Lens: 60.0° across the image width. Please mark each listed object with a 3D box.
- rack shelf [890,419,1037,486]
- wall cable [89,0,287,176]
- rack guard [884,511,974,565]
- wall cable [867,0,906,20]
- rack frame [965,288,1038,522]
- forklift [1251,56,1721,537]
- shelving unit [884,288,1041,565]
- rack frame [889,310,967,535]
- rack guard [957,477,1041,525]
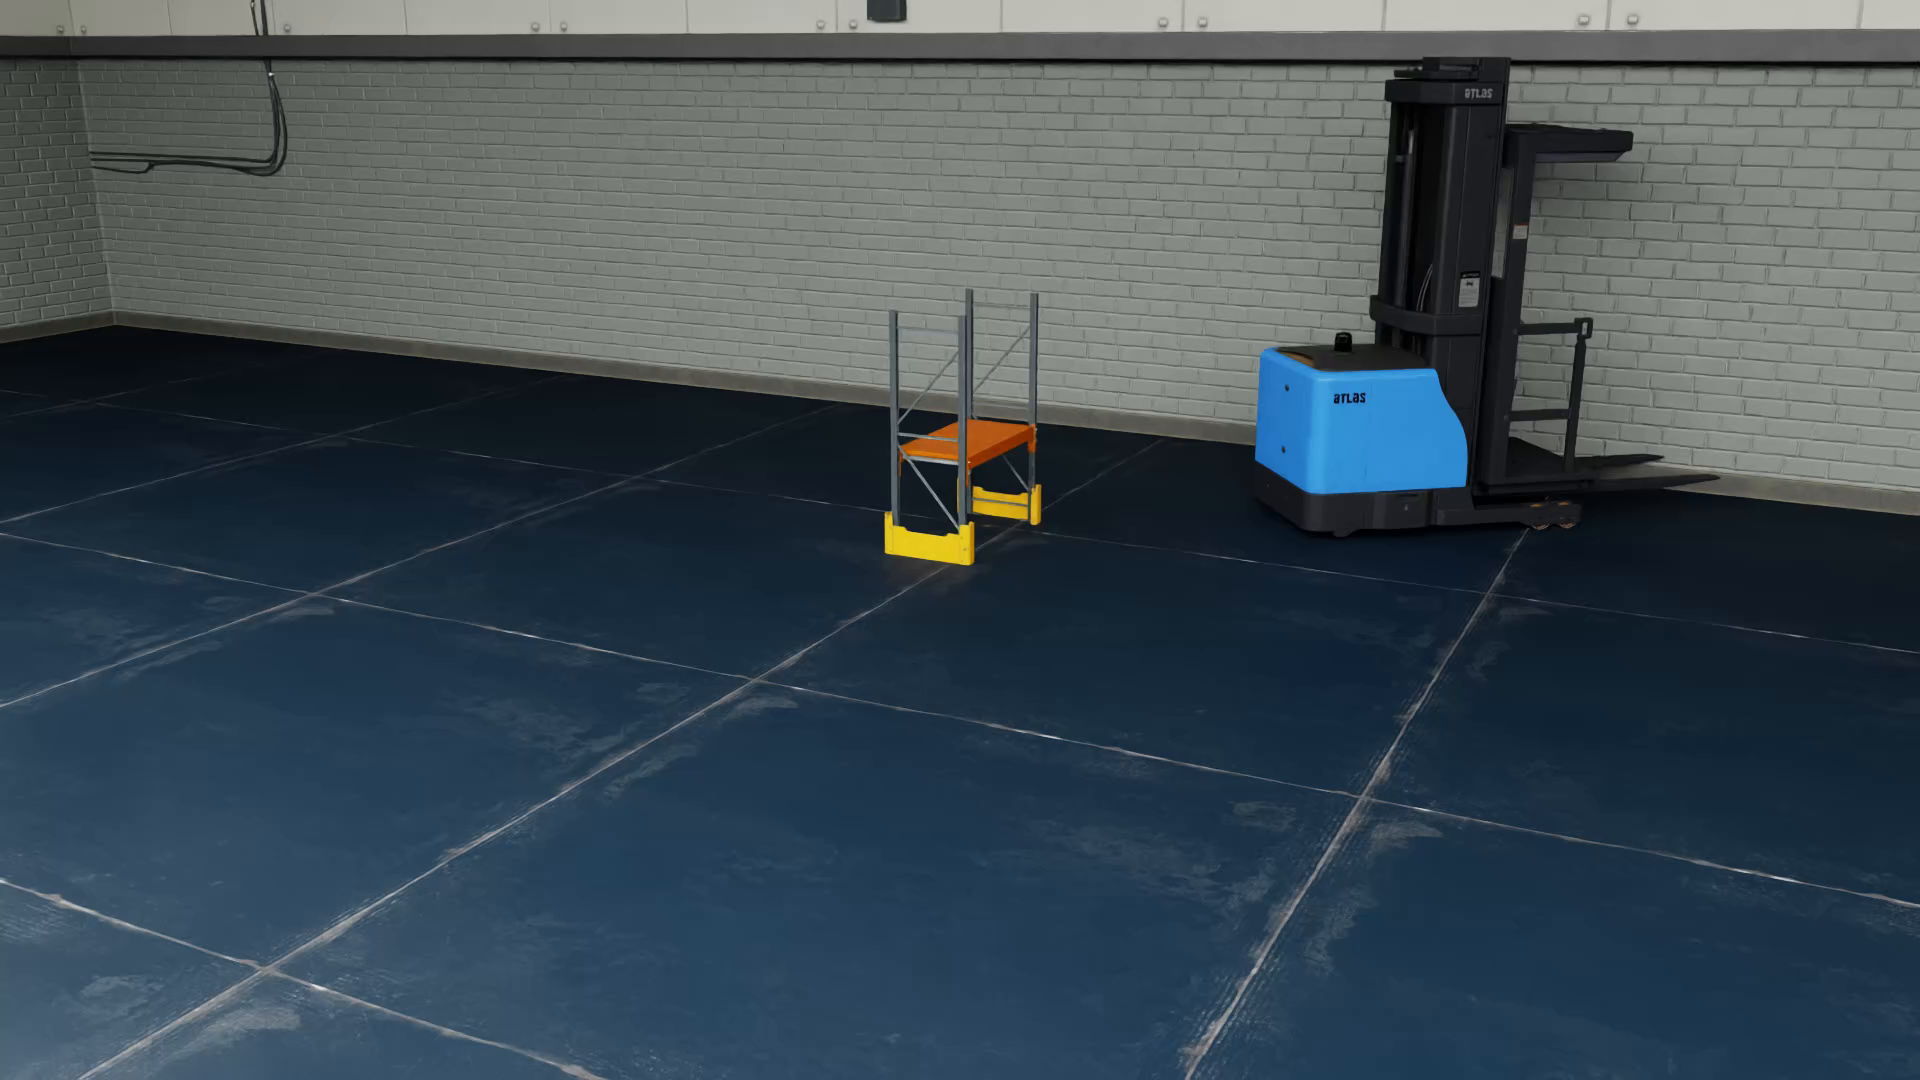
[{"bbox_3d":[0.038,-0.568,10.435,0.538,0.185,1.000,8,18,25],"label":"rack shelf"},{"bbox_3d":[-8.191,-5.048,17.171,3.097,2.526,0.112,8,18,25],"label":"wall cable"},{"bbox_3d":[-0.188,-0.012,10.127,0.587,0.250,0.087,8,18,25],"label":"rack guard"},{"bbox_3d":[0.295,-6.955,12.164,2.305,6.003,0.169,8,18,25],"label":"wall cable"},{"bbox_3d":[0.265,-0.870,10.820,0.500,1.500,0.032,8,18,25],"label":"rack frame"},{"bbox_3d":[3.555,-1.615,10.814,3.031,2.935,1.130,-3,17,-11],"label":"forklift"},{"bbox_3d":[0.034,-0.738,10.376,0.587,1.500,1.083,8,18,25],"label":"shelving unit"},{"bbox_3d":[-0.189,-0.611,9.948,0.500,1.500,0.032,8,18,25],"label":"rack frame"},{"bbox_3d":[0.257,-0.266,10.981,0.587,0.250,0.087,8,18,25],"label":"rack guard"}]
